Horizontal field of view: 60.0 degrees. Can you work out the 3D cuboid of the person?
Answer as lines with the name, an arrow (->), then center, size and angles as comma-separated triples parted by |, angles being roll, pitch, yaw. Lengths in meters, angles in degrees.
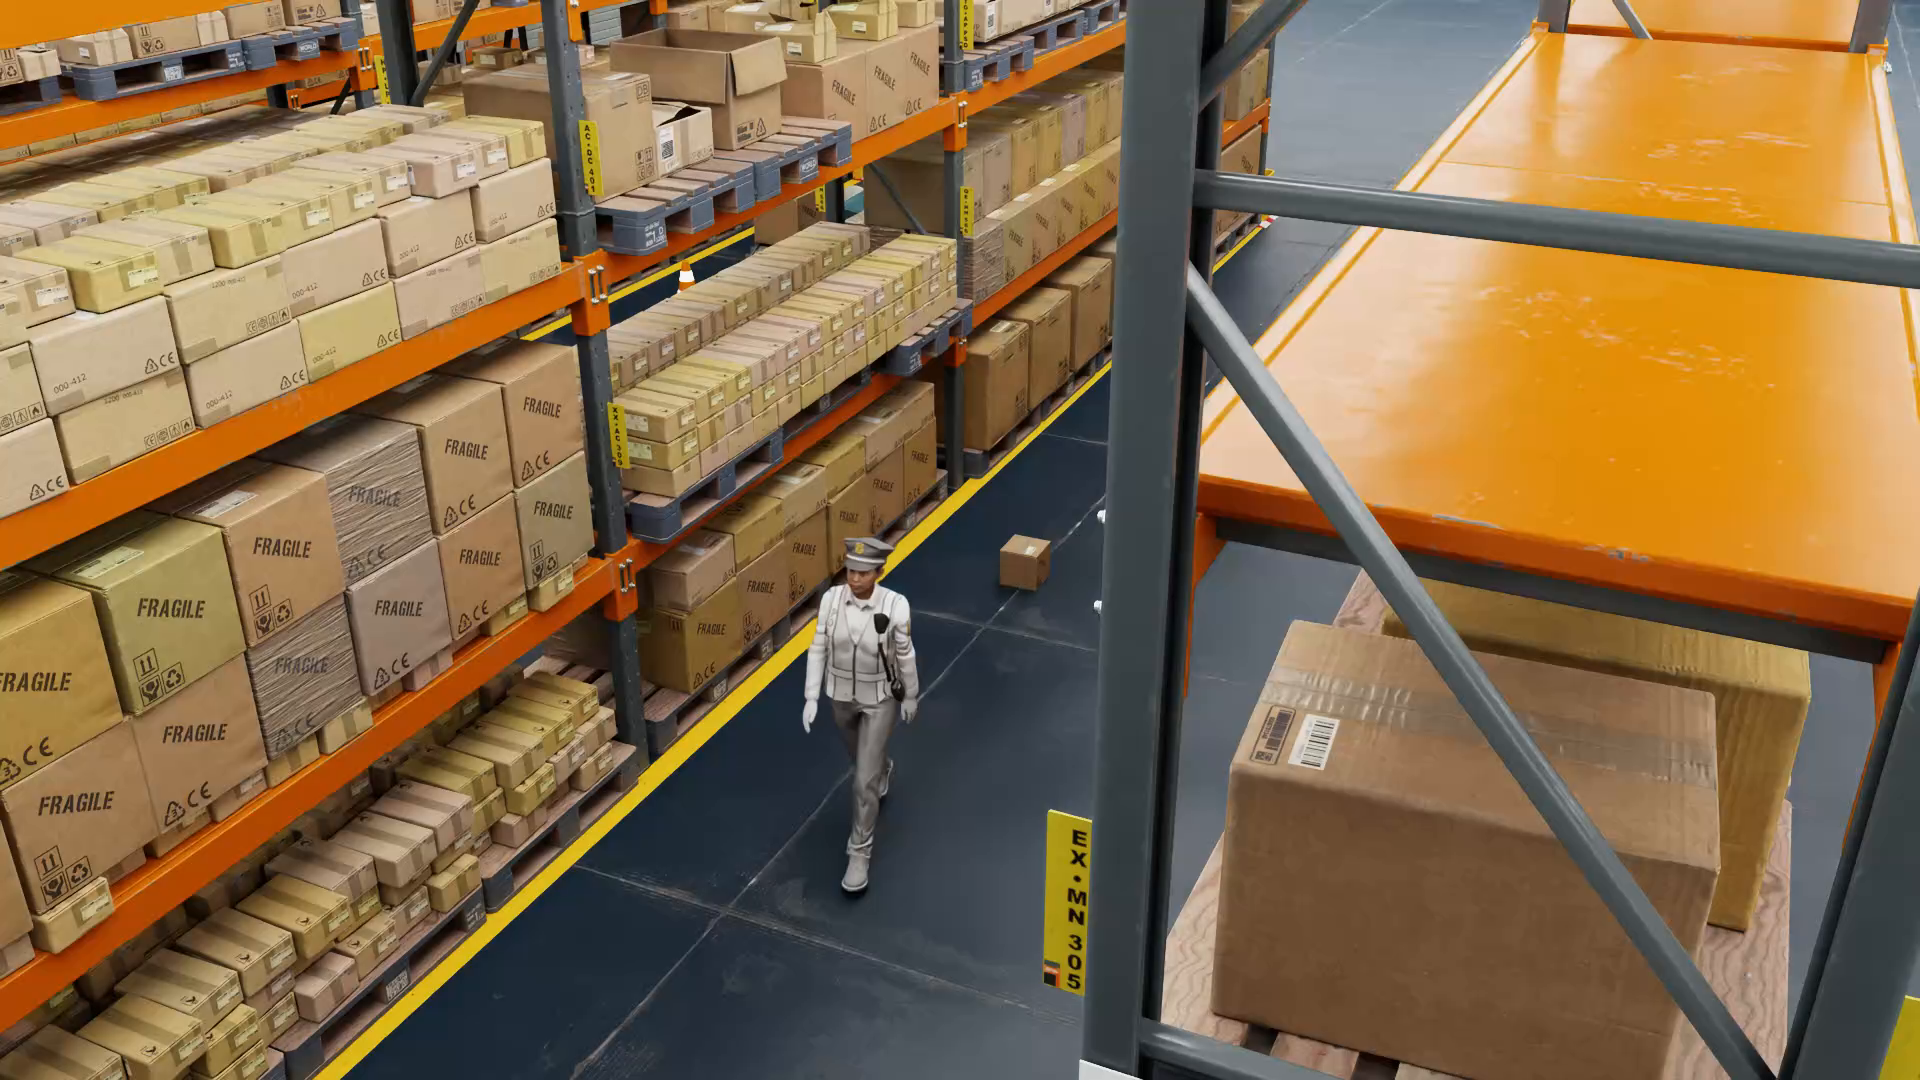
person -> -0.473, 0.724, 7.905 | 0.505, 1.641, 0.971 | 7, 27, 14
